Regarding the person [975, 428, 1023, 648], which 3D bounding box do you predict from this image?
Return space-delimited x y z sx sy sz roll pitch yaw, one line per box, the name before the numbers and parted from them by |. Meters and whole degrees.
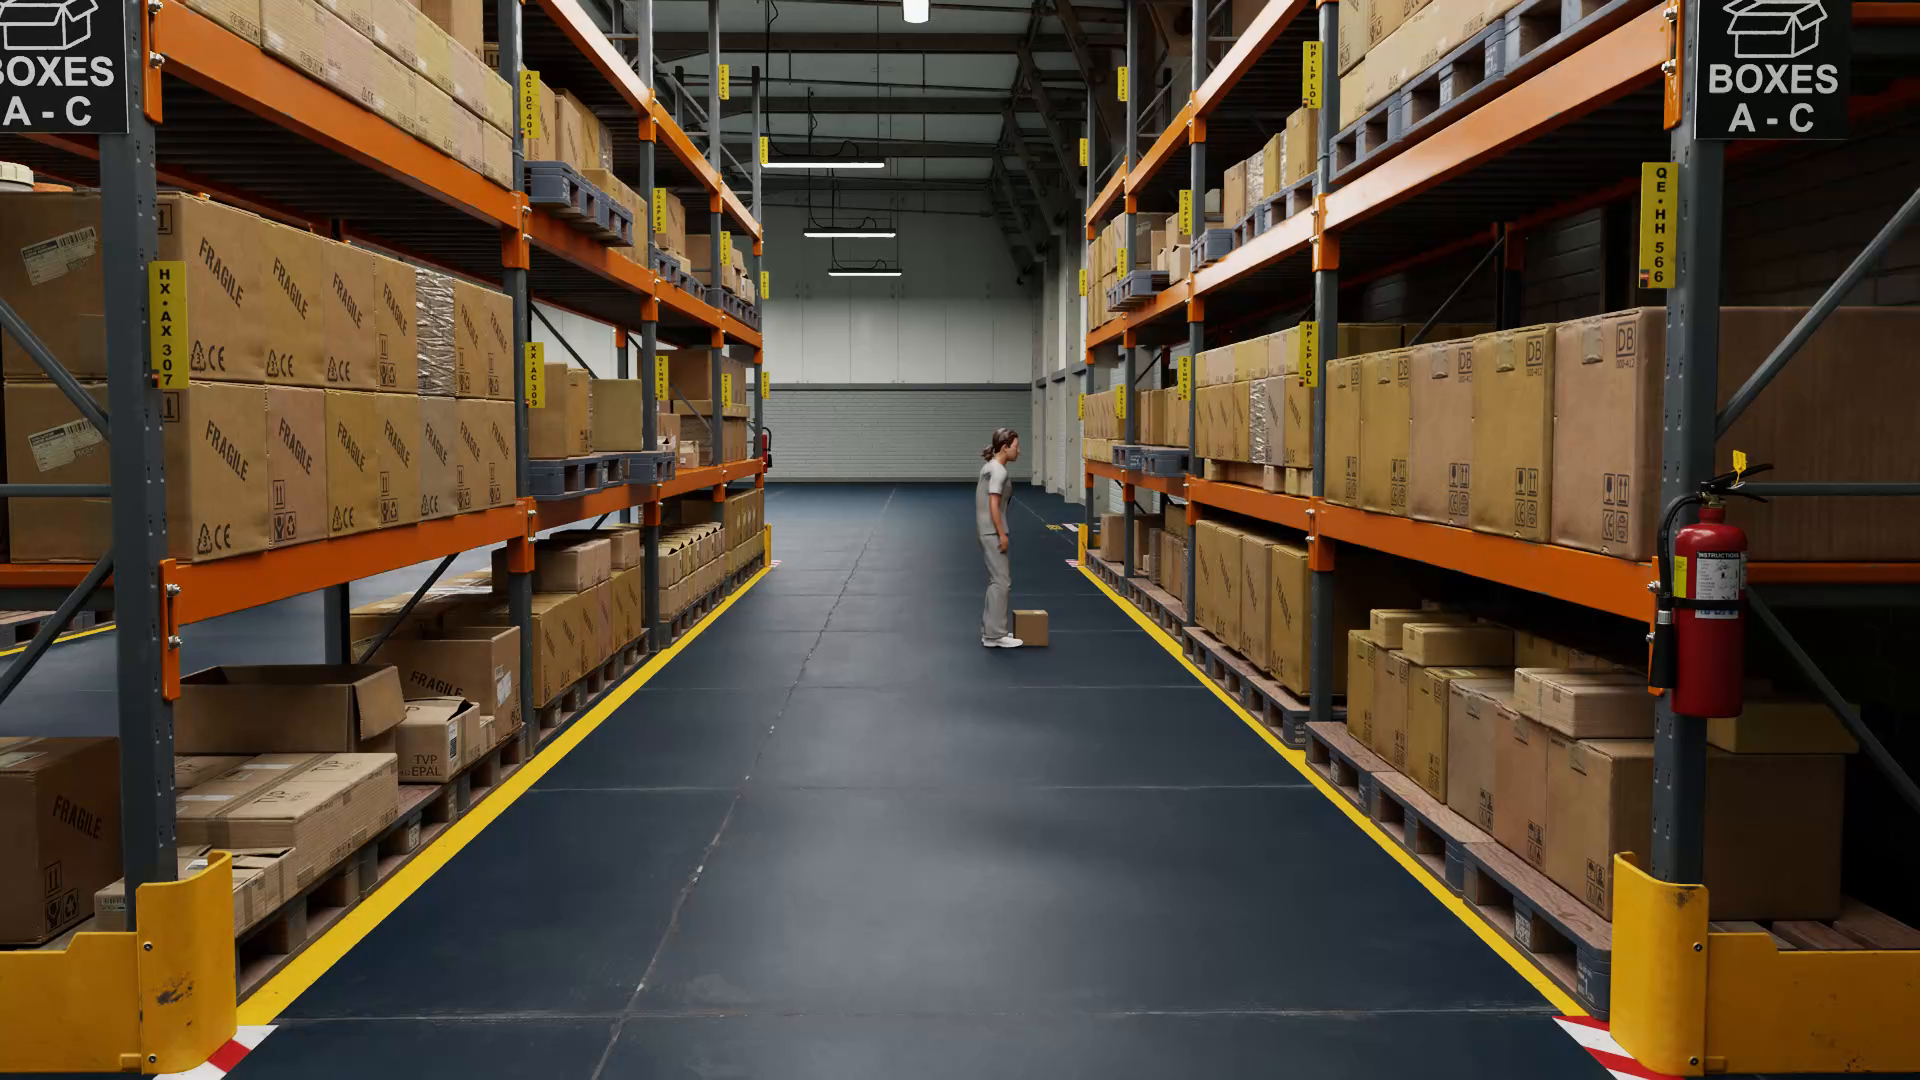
person | 0.299 -0.026 12.840 0.359 1.673 0.485 0 4 -1
